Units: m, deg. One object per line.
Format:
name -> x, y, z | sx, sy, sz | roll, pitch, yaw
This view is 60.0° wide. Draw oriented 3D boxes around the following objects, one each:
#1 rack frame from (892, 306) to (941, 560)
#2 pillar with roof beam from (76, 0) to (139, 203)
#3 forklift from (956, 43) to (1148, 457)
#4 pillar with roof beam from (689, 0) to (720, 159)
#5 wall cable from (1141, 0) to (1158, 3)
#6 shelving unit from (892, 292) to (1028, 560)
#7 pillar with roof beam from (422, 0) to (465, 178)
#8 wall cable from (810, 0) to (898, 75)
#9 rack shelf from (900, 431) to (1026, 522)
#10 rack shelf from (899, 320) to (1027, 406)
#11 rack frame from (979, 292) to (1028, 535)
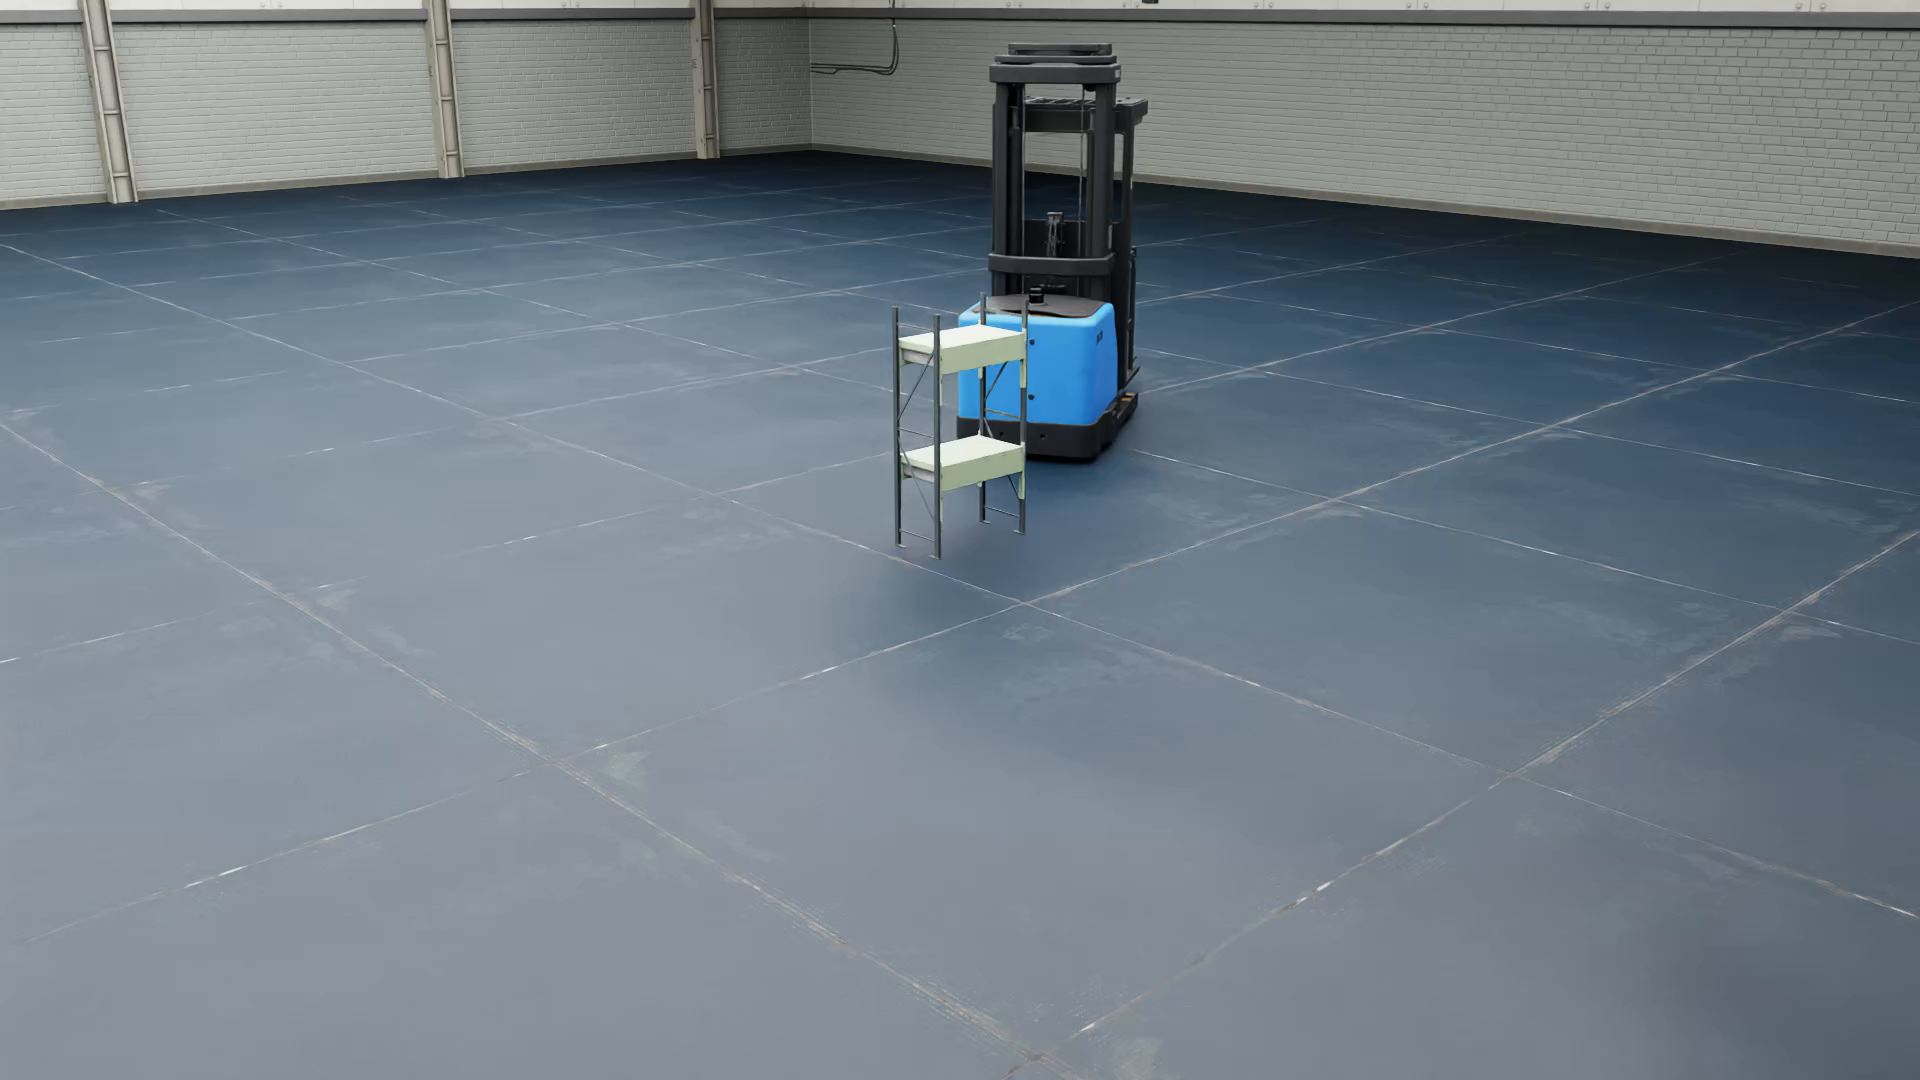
rack frame -> -0.261, -0.637, 10.019 | 0.023, 1.500, 0.400 | -16, 24, -41
pillar with roof beam -> -11.206, -9.042, 23.782 | 0.400, 9.000, 9.100 | -16, 24, -41
forklift -> 0.849, -2.411, 13.170 | 1.130, 2.935, 3.031 | 5, 19, 14
pillar with roof beam -> -2.487, -11.585, 31.624 | 0.400, 9.000, 9.100 | -16, 24, -41
wall cable -> 4.115, -12.364, 28.515 | 0.169, 6.003, 2.305 | -16, 24, -41
shelving unit -> 0.005, -0.715, 10.258 | 0.755, 1.500, 0.431 | -16, 24, -41
pillar with roof beam -> -6.847, -10.313, 27.703 | 0.400, 9.000, 9.100 | -16, 24, -41
wall cable -> -2.396, -11.400, 36.090 | 0.112, 2.526, 3.097 | -16, 24, -41
rack shelf -> 0.005, -0.405, 10.358 | 0.720, 0.370, 0.431 | -16, 24, -41
rack shelf -> 0.005, -1.086, 10.137 | 0.720, 0.370, 0.431 | -16, 24, -41
rack frame -> 0.271, -0.792, 10.497 | 0.023, 1.500, 0.400 | -16, 24, -41
